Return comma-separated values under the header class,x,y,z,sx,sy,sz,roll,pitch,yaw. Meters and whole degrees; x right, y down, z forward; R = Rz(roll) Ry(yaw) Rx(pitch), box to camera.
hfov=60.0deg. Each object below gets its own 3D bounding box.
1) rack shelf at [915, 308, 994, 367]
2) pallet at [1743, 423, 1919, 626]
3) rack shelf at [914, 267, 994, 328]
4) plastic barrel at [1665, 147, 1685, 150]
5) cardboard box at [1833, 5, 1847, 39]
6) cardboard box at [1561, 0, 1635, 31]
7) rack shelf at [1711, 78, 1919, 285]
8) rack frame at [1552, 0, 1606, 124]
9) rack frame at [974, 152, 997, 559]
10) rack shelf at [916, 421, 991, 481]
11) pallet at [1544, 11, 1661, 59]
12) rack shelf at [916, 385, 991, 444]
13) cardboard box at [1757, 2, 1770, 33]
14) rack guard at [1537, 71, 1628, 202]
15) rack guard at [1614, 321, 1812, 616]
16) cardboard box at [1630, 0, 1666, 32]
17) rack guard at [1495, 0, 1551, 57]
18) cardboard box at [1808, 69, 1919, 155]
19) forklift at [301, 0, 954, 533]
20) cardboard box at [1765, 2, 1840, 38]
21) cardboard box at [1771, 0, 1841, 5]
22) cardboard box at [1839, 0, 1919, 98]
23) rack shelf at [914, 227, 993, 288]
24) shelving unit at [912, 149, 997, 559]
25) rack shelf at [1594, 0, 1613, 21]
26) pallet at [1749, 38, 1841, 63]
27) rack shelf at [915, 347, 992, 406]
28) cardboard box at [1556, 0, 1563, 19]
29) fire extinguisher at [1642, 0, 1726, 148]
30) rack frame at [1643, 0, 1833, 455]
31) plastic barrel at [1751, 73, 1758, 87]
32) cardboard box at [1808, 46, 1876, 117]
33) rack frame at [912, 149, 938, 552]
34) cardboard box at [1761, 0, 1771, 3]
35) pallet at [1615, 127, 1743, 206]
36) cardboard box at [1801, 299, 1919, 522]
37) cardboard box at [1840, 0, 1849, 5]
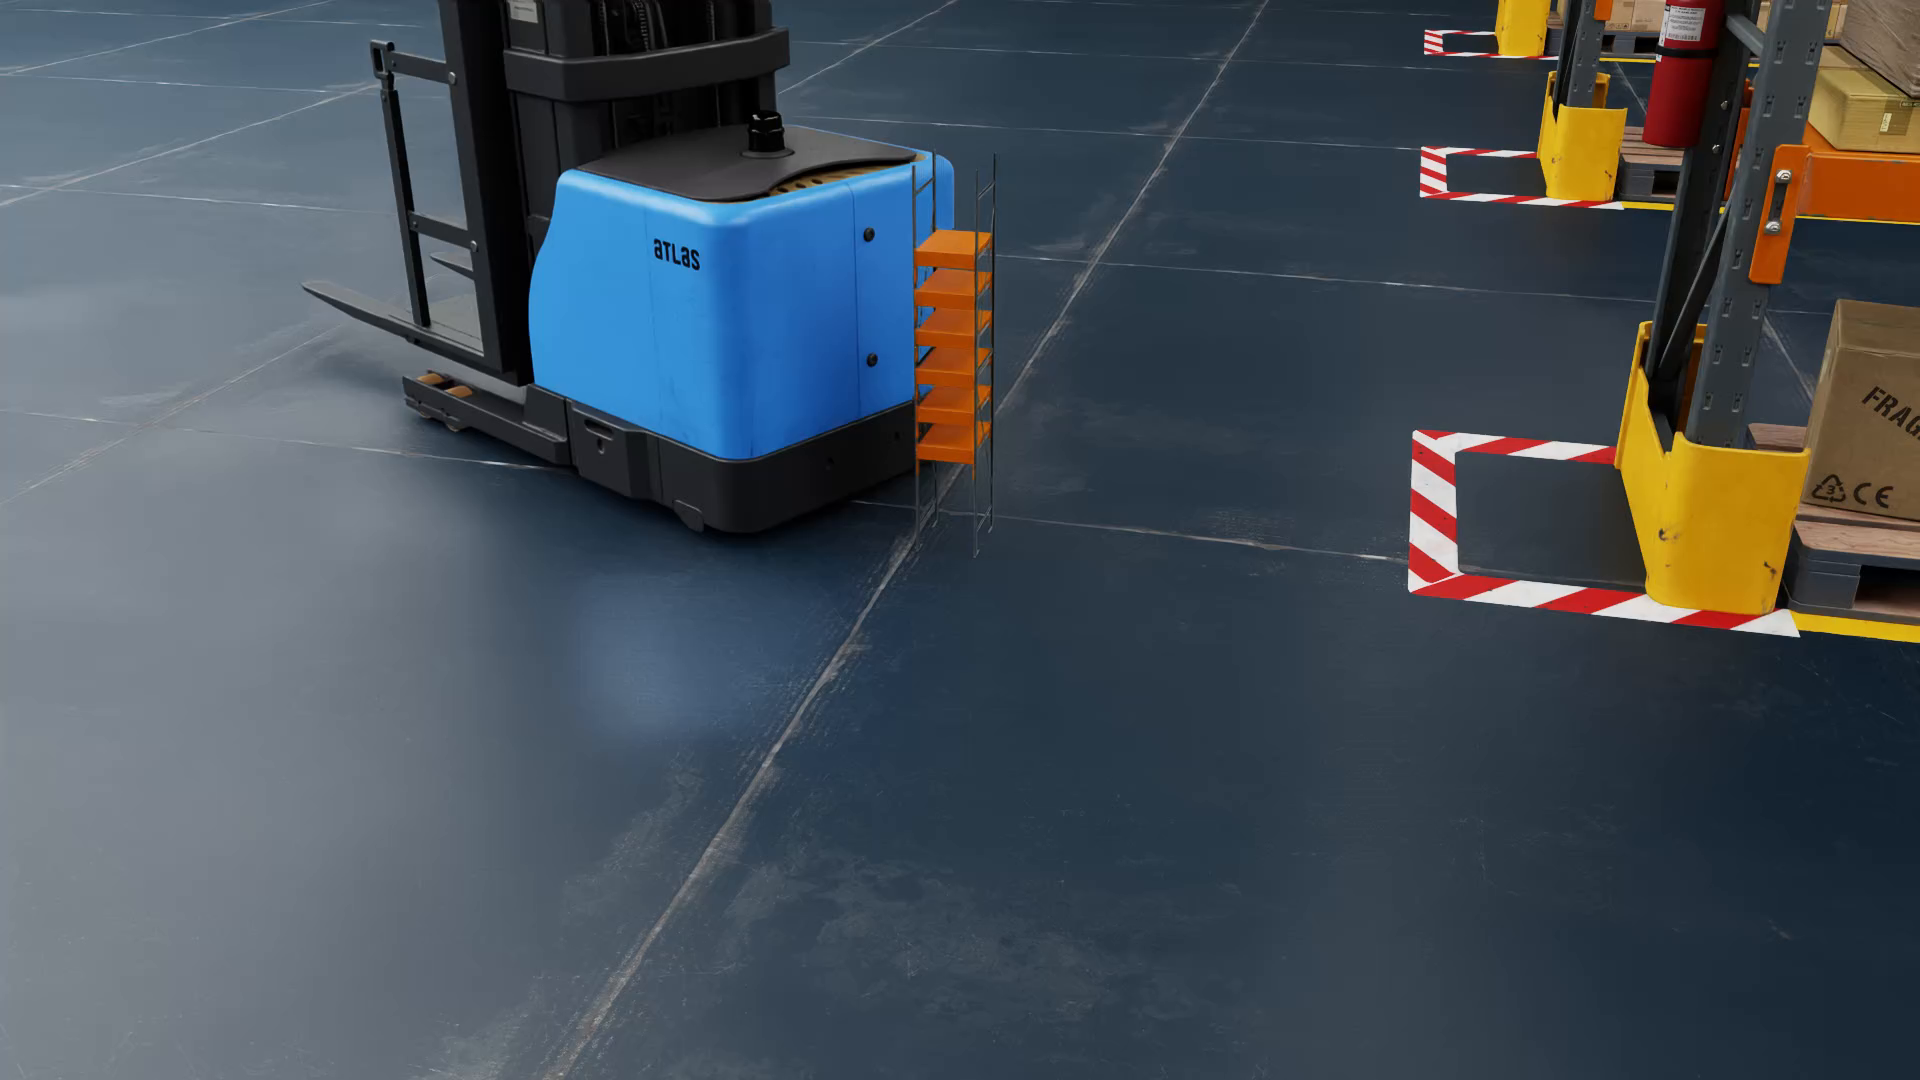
class,x,y,z,sx,sy,sz,roll,pitch,yaw
rack shelf,-0.014,-0.612,4.963,0.180,0.103,0.258,6,26,13
pallet,3.106,-0.030,5.068,1.213,0.211,1.003,6,26,13
rack shelf,-0.014,-0.720,4.911,0.180,0.103,0.258,6,26,13
plastic barrel,4.144,-2.489,9.394,0.421,0.512,0.421,0,25,0
cardboard box,7.126,-4.107,13.096,0.500,0.250,0.500,6,26,13
cardboard box,5.189,-4.321,13.547,0.500,0.250,0.500,6,26,13
rack shelf,4.191,-0.860,4.404,4.000,0.370,1.077,6,26,13
rack frame,3.488,-3.461,9.031,0.127,3.000,1.000,6,26,13
rack frame,0.075,-0.533,4.975,0.006,1.200,0.240,6,26,13
rack shelf,-0.014,-0.286,5.118,0.180,0.103,0.258,6,26,13
pallet,5.476,-4.200,13.825,1.213,0.211,1.003,6,26,13
rack shelf,-0.014,-0.395,5.066,0.180,0.103,0.258,6,26,13
cardboard box,6.158,-4.215,13.325,0.500,0.250,0.500,6,26,13
rack guard,3.573,-2.344,9.592,0.348,0.500,1.175,6,26,13
rack guard,2.328,-0.262,5.220,0.348,0.500,1.175,6,26,13
cardboard box,5.674,-4.269,13.438,0.500,0.250,0.500,6,26,13
rack guard,4.702,-4.397,13.904,0.348,0.500,1.175,6,26,13
cardboard box,2.471,-1.156,4.481,0.250,0.149,0.380,6,26,13
forklift,-1.430,-1.865,5.757,3.031,2.935,1.130,21,33,38
cardboard box,6.641,-4.160,13.208,0.500,0.250,0.500,6,26,13
cardboard box,6.641,-4.498,13.046,0.500,0.500,0.500,6,26,13
cardboard box,2.780,-1.508,4.466,0.500,0.500,0.875,6,26,13
rack shelf,-0.014,-0.828,4.860,0.180,0.103,0.258,6,26,13
shelving unit,-0.014,-0.543,4.995,0.189,1.200,0.258,6,26,13
rack shelf,5.425,-2.922,8.735,4.000,0.370,1.077,6,26,13
pallet,6.654,-4.068,13.549,1.213,0.211,1.003,6,26,13
rack shelf,-0.014,-0.503,5.014,0.180,0.103,0.258,6,26,13
cardboard box,5.318,-4.537,14.000,0.500,0.250,0.500,6,26,13
fire extinguisher,2.258,-1.568,5.145,0.183,0.674,0.296,6,26,13
rack frame,2.254,-1.399,4.699,0.127,3.000,1.000,6,26,13
plastic barrel,4.630,-2.435,9.281,0.421,0.512,0.421,0,25,0
cardboard box,2.581,-1.341,4.870,0.250,0.149,0.380,6,26,13
rack frame,-0.103,-0.553,5.016,0.006,1.200,0.240,6,26,13
cardboard box,6.161,-4.559,13.174,0.500,0.500,0.500,6,26,13
pallet,4.358,-2.124,9.467,1.213,0.211,1.003,6,26,13
cardboard box,2.855,-0.386,4.991,0.500,0.500,0.500,11,28,23
cardboard box,7.129,-4.450,12.946,0.500,0.500,0.500,6,26,13
